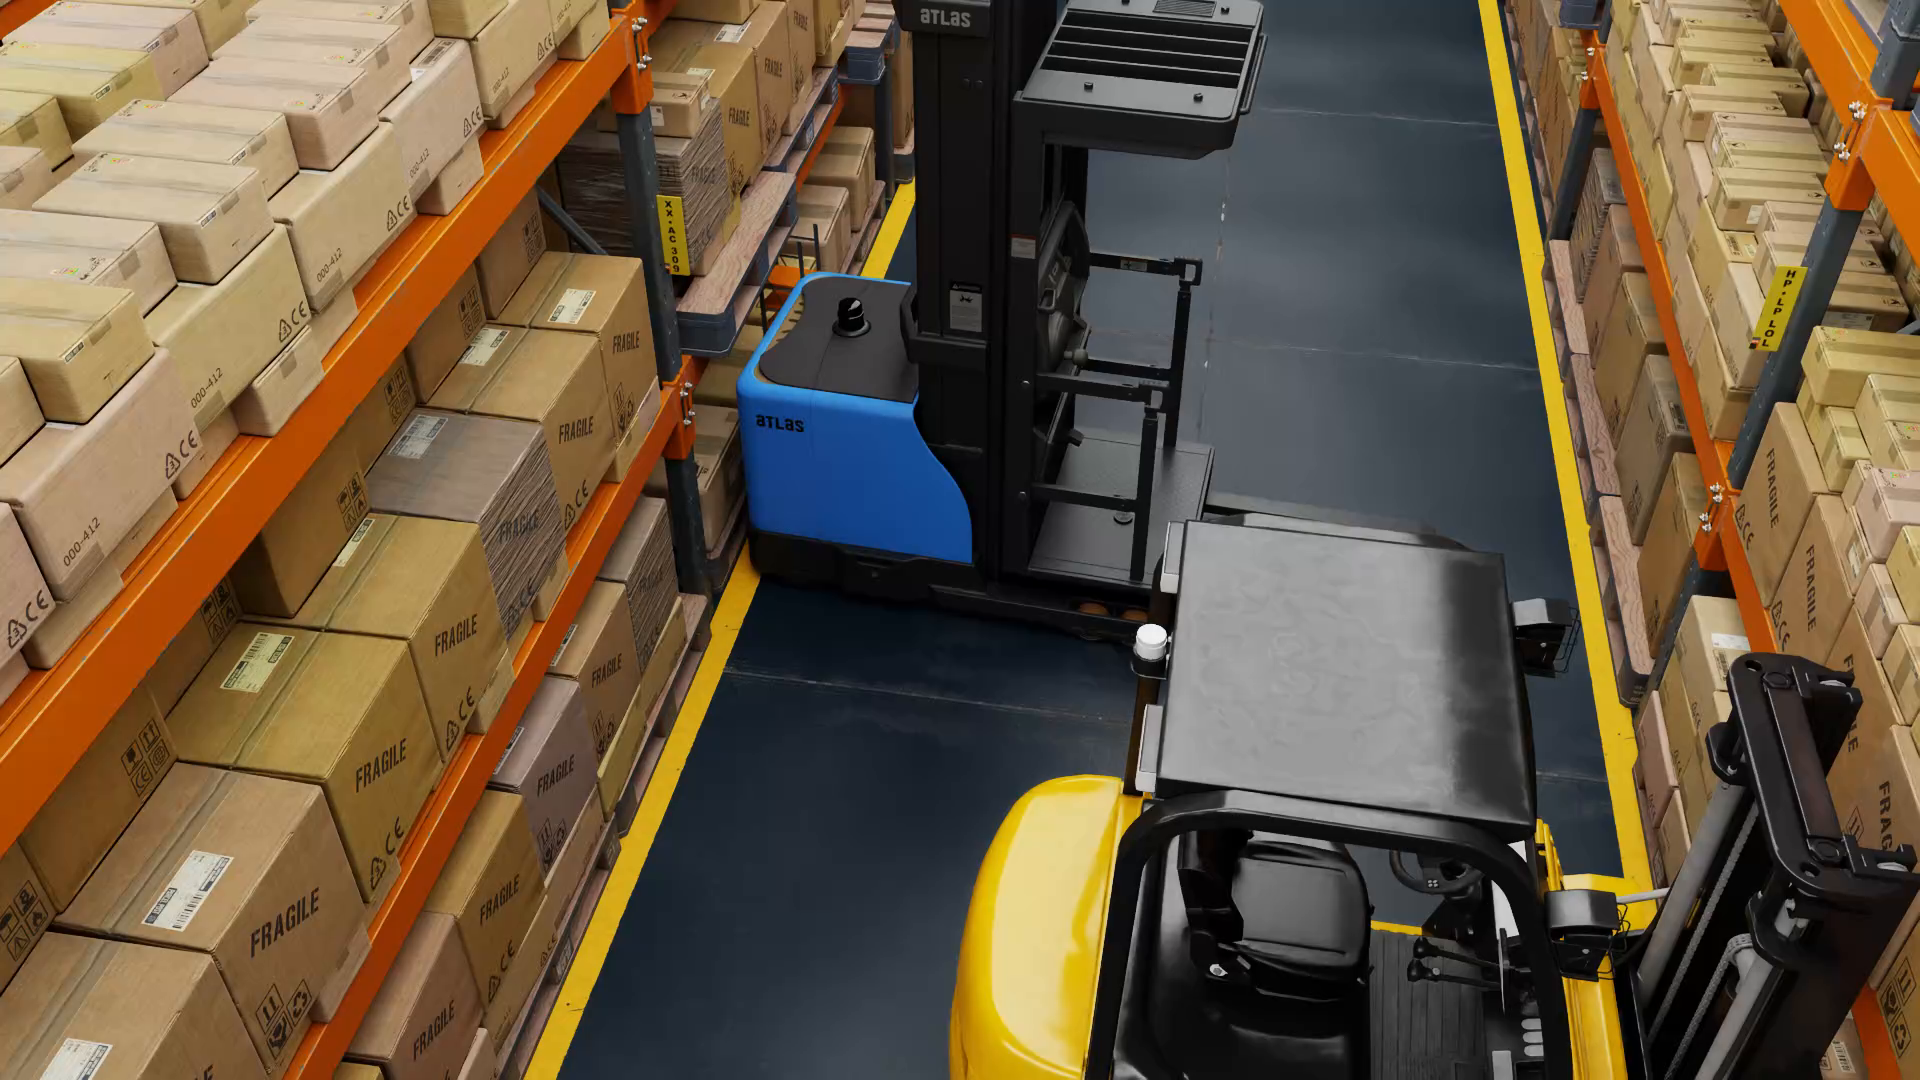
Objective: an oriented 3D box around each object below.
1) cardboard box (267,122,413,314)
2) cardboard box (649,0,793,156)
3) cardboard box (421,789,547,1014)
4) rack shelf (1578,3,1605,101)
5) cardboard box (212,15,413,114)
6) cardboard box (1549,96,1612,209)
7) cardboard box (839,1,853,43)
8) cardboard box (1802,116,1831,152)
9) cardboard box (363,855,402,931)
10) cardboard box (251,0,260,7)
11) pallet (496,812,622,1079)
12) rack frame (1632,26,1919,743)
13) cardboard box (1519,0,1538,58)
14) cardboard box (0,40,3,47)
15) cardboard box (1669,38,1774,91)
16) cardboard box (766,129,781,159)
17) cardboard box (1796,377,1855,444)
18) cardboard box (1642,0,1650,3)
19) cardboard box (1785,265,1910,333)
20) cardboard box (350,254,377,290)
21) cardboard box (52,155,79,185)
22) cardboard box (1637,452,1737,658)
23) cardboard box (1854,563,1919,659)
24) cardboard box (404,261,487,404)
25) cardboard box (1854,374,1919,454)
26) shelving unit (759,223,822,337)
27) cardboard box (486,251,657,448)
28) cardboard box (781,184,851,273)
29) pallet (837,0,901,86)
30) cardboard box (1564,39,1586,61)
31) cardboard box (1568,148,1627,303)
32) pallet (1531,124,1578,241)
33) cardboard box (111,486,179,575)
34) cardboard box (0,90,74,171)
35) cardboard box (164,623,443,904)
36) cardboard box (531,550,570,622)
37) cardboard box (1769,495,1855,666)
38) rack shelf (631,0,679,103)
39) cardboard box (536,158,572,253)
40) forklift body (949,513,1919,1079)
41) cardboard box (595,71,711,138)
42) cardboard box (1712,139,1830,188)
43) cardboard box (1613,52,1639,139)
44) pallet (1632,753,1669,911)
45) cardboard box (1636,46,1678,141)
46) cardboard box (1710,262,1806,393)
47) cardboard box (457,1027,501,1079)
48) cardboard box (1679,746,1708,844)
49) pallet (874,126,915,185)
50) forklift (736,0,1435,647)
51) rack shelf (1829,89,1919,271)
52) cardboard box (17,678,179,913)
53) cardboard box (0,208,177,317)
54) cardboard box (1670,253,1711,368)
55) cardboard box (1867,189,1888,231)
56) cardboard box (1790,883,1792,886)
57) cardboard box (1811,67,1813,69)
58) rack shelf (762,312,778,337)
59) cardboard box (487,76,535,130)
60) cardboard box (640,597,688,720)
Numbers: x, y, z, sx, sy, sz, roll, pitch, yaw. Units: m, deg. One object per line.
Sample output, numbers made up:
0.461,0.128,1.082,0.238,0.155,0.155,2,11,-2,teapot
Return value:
-1.677,-0.801,3.992,0.500,0.250,0.500,7,40,9,cardboard box
-1.055,-2.052,7.333,0.500,0.500,0.500,6,40,7,cardboard box
-1.700,1.135,5.360,0.500,0.500,0.500,7,40,9,cardboard box
4.324,-3.794,10.647,1.077,0.370,4.000,6,40,8,rack shelf
-1.602,-1.173,4.129,0.380,0.149,0.250,7,40,8,cardboard box
3.839,-2.304,9.912,0.500,0.500,0.500,7,40,9,cardboard box
-0.763,-2.698,8.624,0.380,0.149,0.250,5,40,6,cardboard box
3.903,-1.689,7.261,0.500,0.250,0.500,6,40,7,cardboard box
-1.777,0.928,4.568,0.380,0.149,0.250,7,40,9,cardboard box
-2.123,-1.563,4.600,0.380,0.149,0.250,6,40,7,cardboard box
-1.894,1.417,5.967,1.003,0.211,1.213,6,40,8,pallet
3.285,-0.306,5.863,1.000,3.000,0.127,6,40,8,rack frame
4.191,-3.599,11.477,0.500,0.500,0.500,5,40,6,cardboard box
-5.999,-2.766,10.275,1.050,0.750,0.750,6,40,7,cardboard box
3.419,-2.126,7.477,0.380,0.149,0.250,7,40,9,cardboard box
-1.041,-1.882,7.637,0.380,0.149,0.250,7,40,8,cardboard box
2.971,-0.424,5.418,0.380,0.149,0.250,6,40,7,cardboard box
3.587,-2.770,8.255,0.380,0.149,0.250,7,40,9,cardboard box
3.126,-0.834,5.913,0.380,0.149,0.250,8,40,9,cardboard box
-1.720,-0.719,4.206,0.380,0.149,0.250,6,40,7,cardboard box
-2.215,-0.863,4.067,0.500,0.250,0.500,7,40,8,cardboard box
3.365,0.119,6.883,0.875,0.625,0.625,8,40,10,cardboard box
2.748,0.217,4.643,0.380,0.149,0.250,6,40,7,cardboard box
-2.004,-0.819,5.387,0.700,0.500,0.500,7,40,8,cardboard box
2.999,-0.366,5.114,0.380,0.149,0.250,7,40,8,cardboard box
-0.787,-0.946,7.982,0.258,1.200,0.189,11,39,16,shelving unit
-1.436,-0.698,6.025,0.500,0.500,0.500,5,40,7,cardboard box
-1.139,-1.693,9.273,0.950,0.372,0.625,6,40,7,cardboard box
-0.930,-2.829,9.064,1.213,0.211,1.003,6,40,8,pallet
3.919,-2.938,10.169,0.380,0.149,0.250,5,40,6,cardboard box
3.856,-1.673,9.051,0.875,0.625,0.625,8,40,9,cardboard box
4.144,-2.206,10.350,1.003,0.211,1.213,6,40,8,pallet
-1.864,-0.068,3.418,0.380,0.149,0.250,6,40,7,cardboard box
-2.296,-0.918,3.821,0.380,0.149,0.250,7,40,9,cardboard box
-1.768,0.594,4.462,0.500,0.500,0.500,6,40,7,cardboard box
-1.532,0.119,5.546,0.380,0.149,0.250,6,40,7,cardboard box
2.878,0.234,5.132,0.500,0.500,0.500,7,40,8,cardboard box
-1.258,-2.985,7.314,1.077,0.370,4.000,6,40,8,rack shelf
-1.750,-1.481,6.643,0.500,0.500,0.500,6,40,7,cardboard box
1.124,1.140,4.780,2.313,2.155,1.214,6,40,8,forklift body
-1.174,-1.672,6.365,0.380,0.149,0.250,6,40,7,cardboard box
3.269,-1.482,6.698,0.380,0.149,0.250,5,40,7,cardboard box
3.568,-2.192,8.262,0.500,0.250,0.500,6,40,7,cardboard box
3.106,1.263,6.153,1.003,0.211,1.213,6,40,8,pallet
3.464,-2.059,7.709,0.500,0.250,0.500,5,40,7,cardboard box
3.119,-0.777,6.158,0.500,0.250,0.500,6,40,7,cardboard box
-1.789,1.762,5.190,0.500,0.250,0.500,8,40,9,cardboard box
2.812,0.985,5.737,0.500,0.250,0.500,6,40,7,cardboard box
-0.701,-2.773,11.035,1.003,0.211,1.213,6,40,8,pallet
0.612,-1.035,6.798,3.031,2.935,1.130,9,40,10,forklift
2.939,0.070,3.618,1.077,0.370,4.000,6,40,8,rack shelf
-2.328,0.459,3.841,0.700,0.500,0.500,7,40,8,cardboard box
-1.837,-0.533,3.355,0.380,0.149,0.250,6,40,7,cardboard box
3.196,-0.910,6.711,0.500,0.250,0.500,6,40,7,cardboard box
3.723,-1.273,6.446,0.380,0.149,0.250,6,40,7,cardboard box
2.719,1.109,5.195,0.500,0.250,0.500,8,40,9,cardboard box
4.024,-2.063,7.401,0.380,0.149,0.250,6,40,7,cardboard box
-0.788,-1.006,7.936,0.258,0.103,0.180,11,39,16,rack shelf
-1.509,-1.367,4.989,0.380,0.149,0.250,7,40,8,cardboard box
-1.442,0.447,6.780,0.500,0.250,0.500,8,40,10,cardboard box
